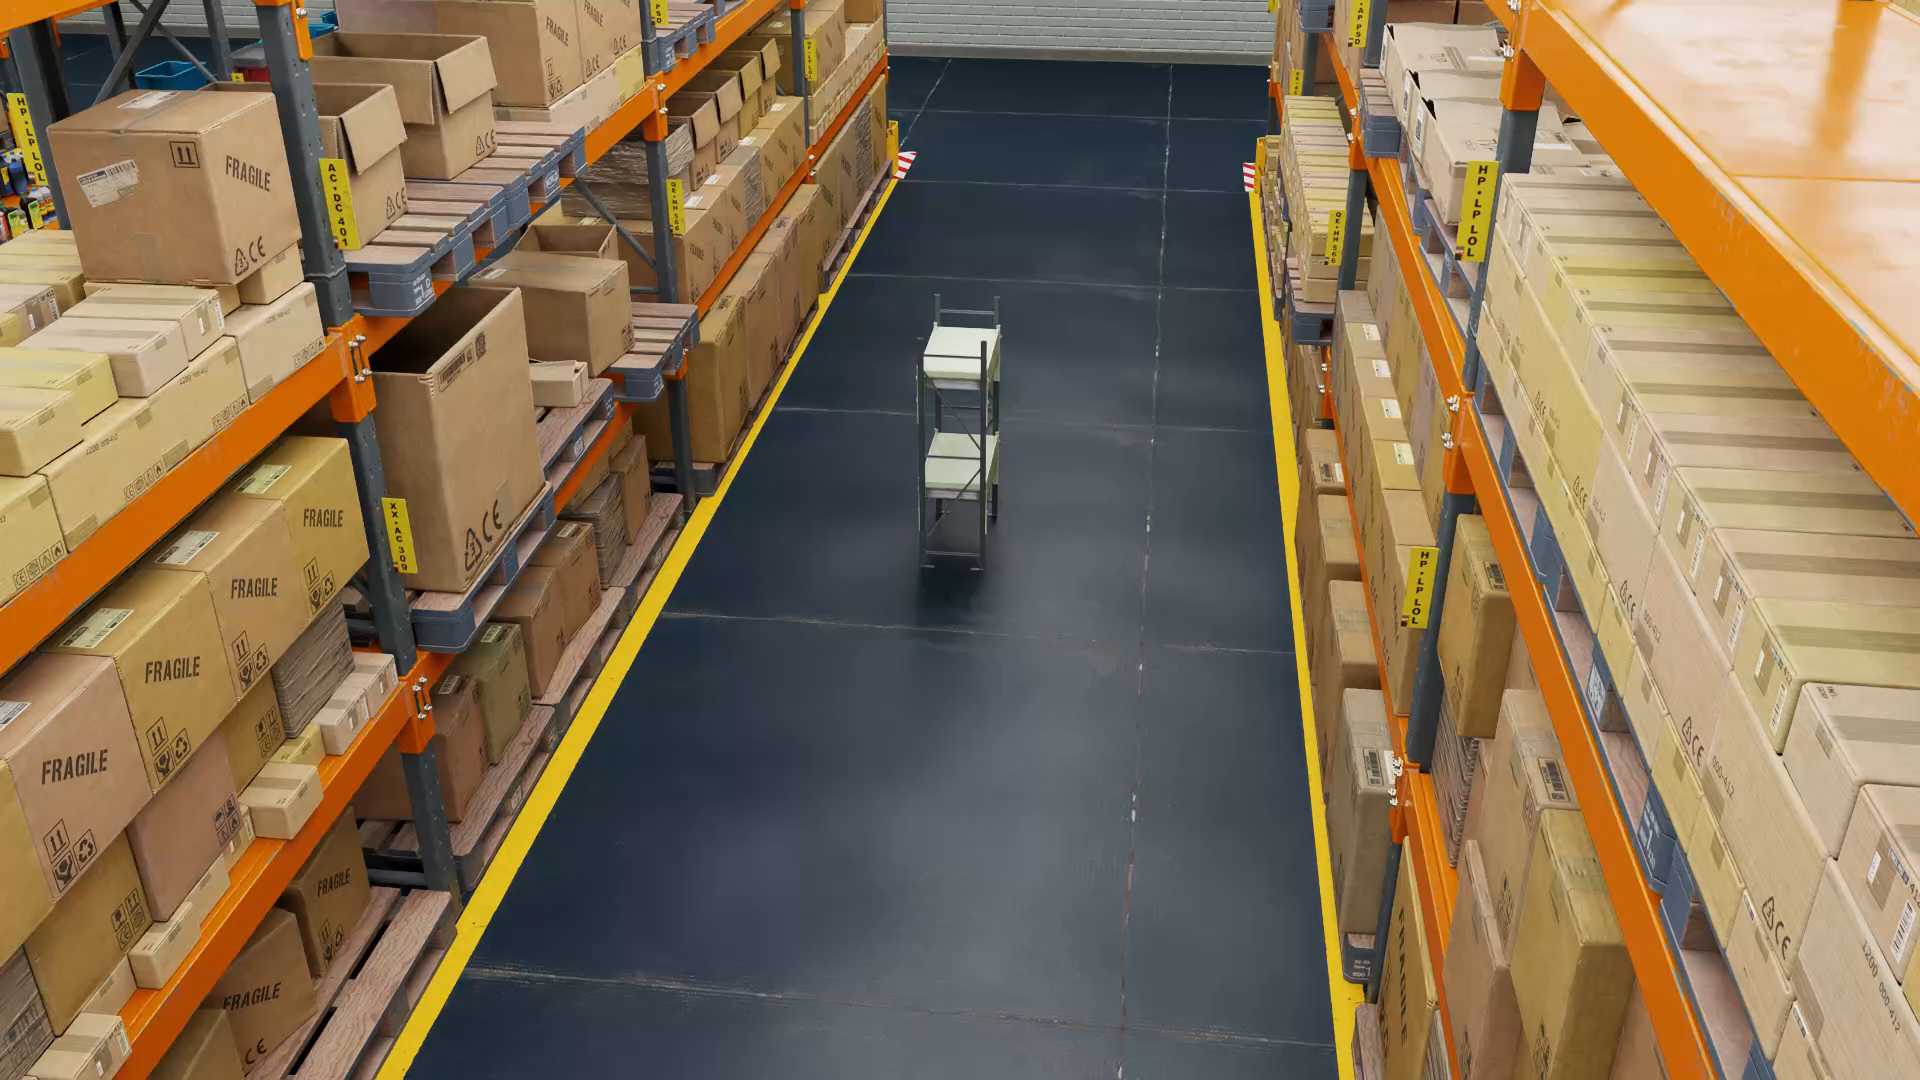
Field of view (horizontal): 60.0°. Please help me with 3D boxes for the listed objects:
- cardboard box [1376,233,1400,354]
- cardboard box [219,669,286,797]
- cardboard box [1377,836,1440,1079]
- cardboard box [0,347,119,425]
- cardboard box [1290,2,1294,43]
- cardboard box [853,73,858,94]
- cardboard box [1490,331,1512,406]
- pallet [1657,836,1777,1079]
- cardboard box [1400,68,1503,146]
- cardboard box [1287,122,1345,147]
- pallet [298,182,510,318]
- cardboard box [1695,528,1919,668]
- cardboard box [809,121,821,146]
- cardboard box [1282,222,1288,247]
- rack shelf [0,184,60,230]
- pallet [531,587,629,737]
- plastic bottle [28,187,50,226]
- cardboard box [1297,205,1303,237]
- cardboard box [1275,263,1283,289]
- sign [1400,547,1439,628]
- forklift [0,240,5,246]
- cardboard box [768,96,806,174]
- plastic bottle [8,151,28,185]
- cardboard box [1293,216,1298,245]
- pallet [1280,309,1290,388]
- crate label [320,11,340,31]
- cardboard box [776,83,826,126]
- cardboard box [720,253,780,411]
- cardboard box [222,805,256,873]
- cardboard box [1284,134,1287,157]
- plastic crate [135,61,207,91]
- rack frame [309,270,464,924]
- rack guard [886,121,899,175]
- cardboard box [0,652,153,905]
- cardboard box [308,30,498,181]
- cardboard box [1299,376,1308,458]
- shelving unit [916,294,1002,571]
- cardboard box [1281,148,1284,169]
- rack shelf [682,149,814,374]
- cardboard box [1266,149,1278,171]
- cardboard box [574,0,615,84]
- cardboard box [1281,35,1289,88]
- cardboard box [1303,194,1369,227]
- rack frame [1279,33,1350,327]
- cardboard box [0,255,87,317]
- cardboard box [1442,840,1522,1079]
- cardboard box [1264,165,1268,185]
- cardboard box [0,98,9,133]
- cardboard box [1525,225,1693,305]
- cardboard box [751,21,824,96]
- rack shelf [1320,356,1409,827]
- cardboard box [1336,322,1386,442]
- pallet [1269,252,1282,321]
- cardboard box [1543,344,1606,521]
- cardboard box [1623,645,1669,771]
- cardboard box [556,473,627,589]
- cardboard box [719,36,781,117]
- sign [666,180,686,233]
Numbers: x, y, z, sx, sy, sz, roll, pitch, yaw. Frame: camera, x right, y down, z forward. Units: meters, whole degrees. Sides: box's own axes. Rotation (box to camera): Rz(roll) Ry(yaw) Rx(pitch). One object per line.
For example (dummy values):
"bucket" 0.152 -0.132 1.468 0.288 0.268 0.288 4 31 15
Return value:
"cardboard box" 2.544 -1.245 8.530 0.700 0.500 0.500 3 28 5
"cardboard box" -2.944 0.604 5.839 0.875 0.500 0.500 3 28 6
"cardboard box" 2.033 1.716 5.992 0.875 0.875 0.875 4 29 7
"cardboard box" -2.665 -0.430 4.754 0.380 0.149 0.250 4 29 8
"cardboard box" 3.084 -4.428 14.126 0.500 0.500 0.500 4 29 8
"cardboard box" -1.165 -4.294 15.615 0.380 0.149 0.250 4 29 7
"cardboard box" 1.768 -0.492 4.846 0.380 0.149 0.250 3 29 6
"pallet" 1.770 0.925 2.593 1.003 0.211 1.213 3 28 6
"cardboard box" 2.238 -1.914 7.316 0.500 0.311 0.500 3 28 5
"cardboard box" 2.560 -2.900 11.958 0.380 0.149 0.250 3 28 6
"pallet" -2.549 -1.185 6.614 1.213 0.211 1.003 3 28 6
"cardboard box" 1.519 0.111 2.888 0.380 0.149 0.250 3 29 6
"cardboard box" -1.384 -3.437 14.025 0.380 0.149 0.250 3 29 6
"cardboard box" 2.937 -2.589 14.121 0.380 0.149 0.250 4 29 7
"rack shelf" -6.911 -2.458 12.700 1.077 0.370 4.000 3 28 6
"pallet" -2.490 0.623 9.164 1.003 0.211 1.213 3 28 6
"plastic bottle" -6.640 -2.404 11.977 0.097 0.271 0.097 0 28 0
"cardboard box" 2.370 -2.041 10.677 0.380 0.149 0.250 3 29 6
"cardboard box" 2.870 -2.227 14.075 0.380 0.149 0.250 4 29 7
"sign" 1.640 0.172 5.924 0.100 0.325 0.005 3 28 6
"forklift" -5.130 -0.337 8.078 1.130 2.935 3.031 2 28 4
"cardboard box" -1.537 -3.236 13.281 0.500 0.500 0.500 3 29 6
"plastic bottle" -7.284 -2.866 12.834 0.097 0.271 0.097 0 28 0
"cardboard box" 2.403 -2.024 10.959 0.380 0.149 0.250 2 28 4
"pallet" 3.066 -1.498 13.100 1.003 0.211 1.213 3 28 6
"crate label" -6.533 -5.454 17.617 0.416 0.233 0.303 3 28 6
"cardboard box" -1.433 -3.699 14.090 0.500 0.250 0.500 3 28 5
"cardboard box" -2.019 -1.538 12.031 1.225 0.875 0.875 3 29 6
"cardboard box" -2.677 1.032 5.729 0.380 0.149 0.250 3 28 6
"cardboard box" 2.594 -2.895 12.262 0.380 0.149 0.250 4 29 7
"plastic crate" -6.948 -3.975 14.711 0.392 0.384 0.575 3 28 6
"rack frame" -2.731 0.338 6.753 1.000 3.000 0.127 3 28 6
"rack guard" -1.258 -4.222 17.851 1.175 0.500 0.348 3 28 6
"cardboard box" -2.700 0.656 4.688 0.500 0.500 0.500 3 28 6
"cardboard box" -2.460 -1.872 7.141 0.797 0.503 0.637 5 29 8
"cardboard box" 2.558 -0.863 11.174 0.500 0.500 0.500 4 29 8
"shelving unit" -0.001 -0.657 10.181 0.431 1.500 0.755 3 28 6
"cardboard box" 2.627 -2.877 12.542 0.380 0.149 0.250 4 29 7
"rack shelf" -1.996 -2.170 12.166 1.077 0.370 4.000 3 28 6
"cardboard box" 3.176 -3.692 16.168 0.380 0.149 0.250 3 28 6
"cardboard box" -2.103 -2.649 8.501 0.500 0.500 0.500 3 28 6
"cardboard box" 3.151 -4.231 14.815 0.500 0.500 0.500 3 28 5
"cardboard box" 2.340 -2.044 10.369 0.380 0.149 0.250 4 29 8
"rack frame" 3.160 -3.092 13.119 1.000 3.000 0.127 3 28 6
"cardboard box" -3.042 -0.828 5.492 0.380 0.149 0.250 2 28 4
"cardboard box" 1.918 1.289 4.828 0.875 0.550 0.550 3 28 6
"cardboard box" 3.268 -3.677 16.768 0.380 0.149 0.250 4 29 7
"cardboard box" -10.914 -4.711 18.296 0.500 0.500 0.500 3 28 6
"cardboard box" 1.736 -0.726 4.440 0.380 0.149 0.250 3 28 6
"cardboard box" -1.438 -4.034 13.921 0.500 0.500 0.500 3 28 6
"rack shelf" 2.424 0.049 8.048 1.077 0.370 4.000 3 28 6
"cardboard box" 2.287 -0.818 8.793 0.500 0.500 0.500 3 28 6
"pallet" 3.207 -2.183 14.371 1.003 0.211 1.213 3 28 6
"cardboard box" 1.720 -0.252 3.981 0.500 0.250 0.500 3 28 6
"cardboard box" 1.550 0.343 3.296 0.380 0.149 0.250 4 29 7
"cardboard box" -2.358 -0.060 9.663 0.700 0.500 0.500 1 28 2
"cardboard box" -1.821 -3.613 12.922 0.797 0.503 0.637 3 28 5
"sign" -1.701 -1.993 9.942 0.100 0.325 0.005 3 28 6
